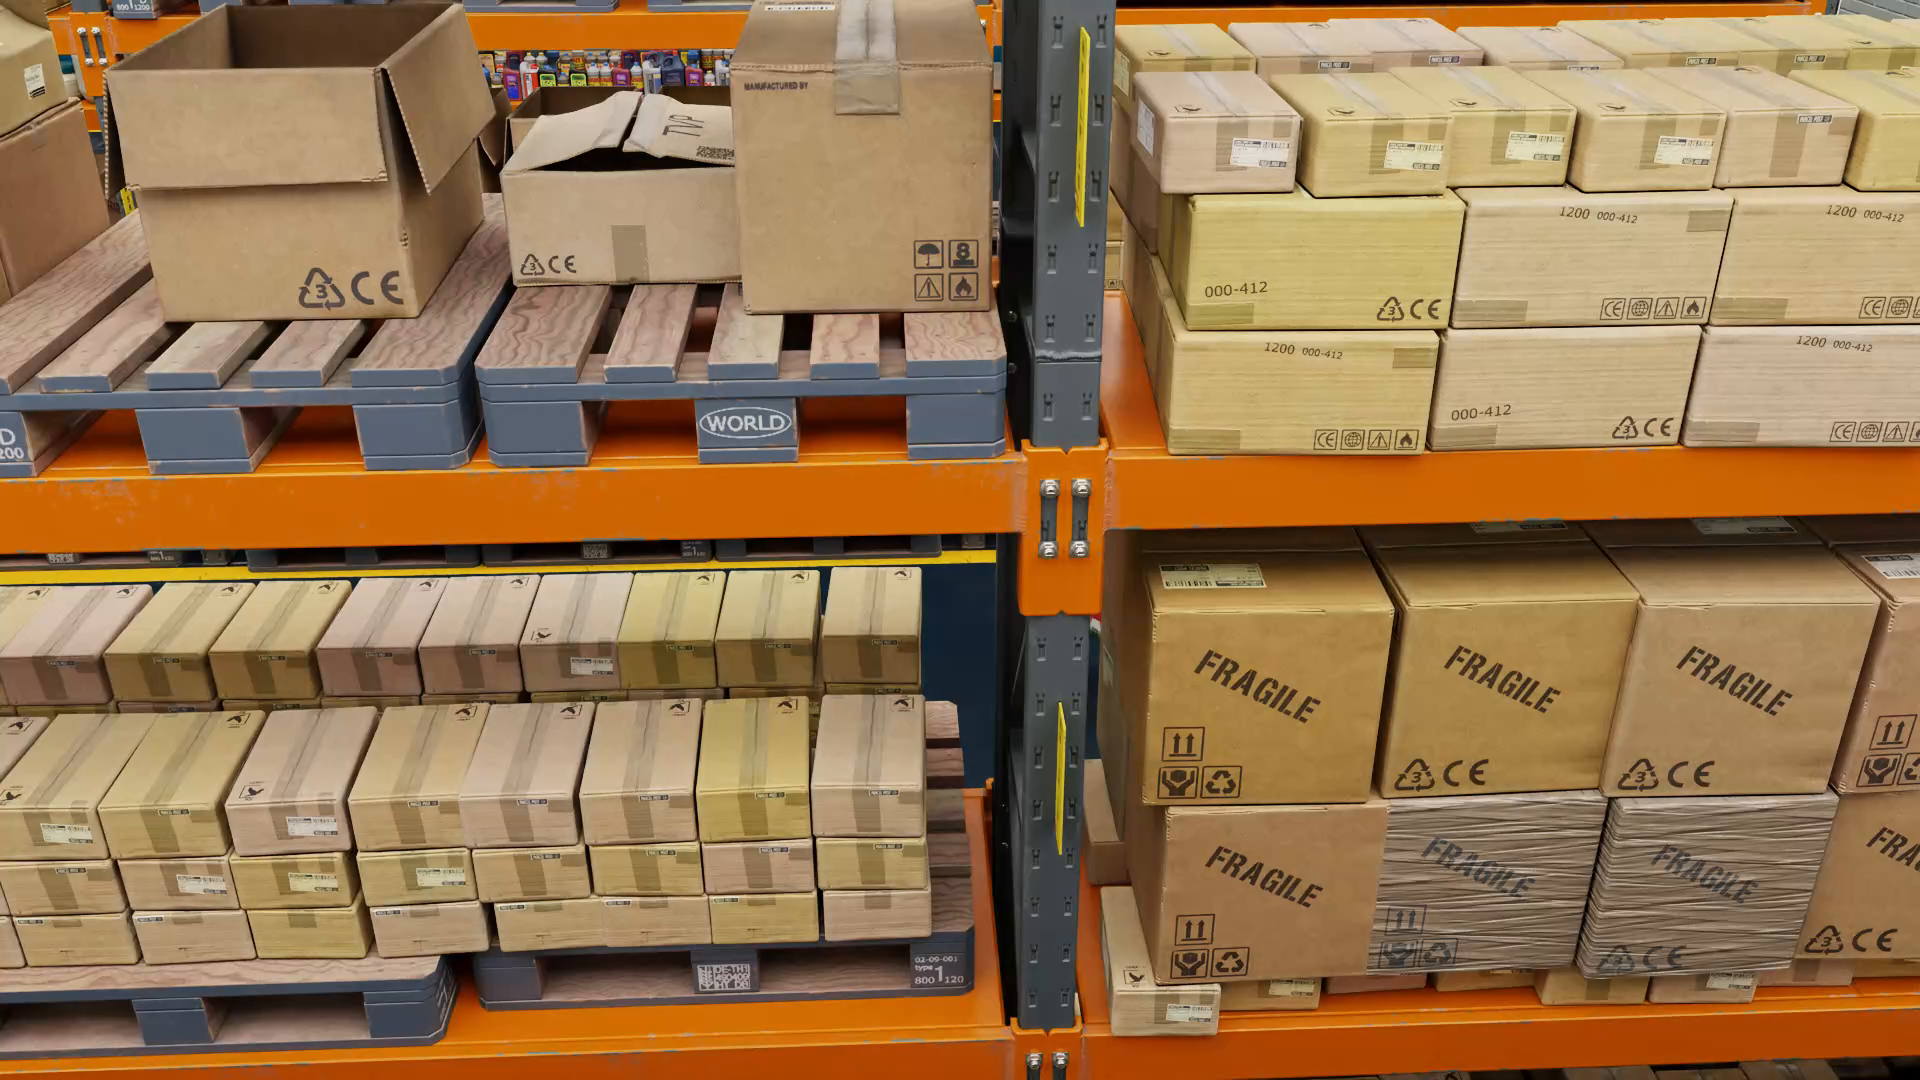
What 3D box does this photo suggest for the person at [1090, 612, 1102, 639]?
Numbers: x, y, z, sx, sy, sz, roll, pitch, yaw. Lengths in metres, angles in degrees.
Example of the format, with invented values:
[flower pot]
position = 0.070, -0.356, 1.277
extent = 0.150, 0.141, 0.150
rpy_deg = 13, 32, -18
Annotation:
[person]
position = 0.944, 0.285, 7.413
extent = 0.898, 0.995, 0.530
rpy_deg = -2, 27, -4
